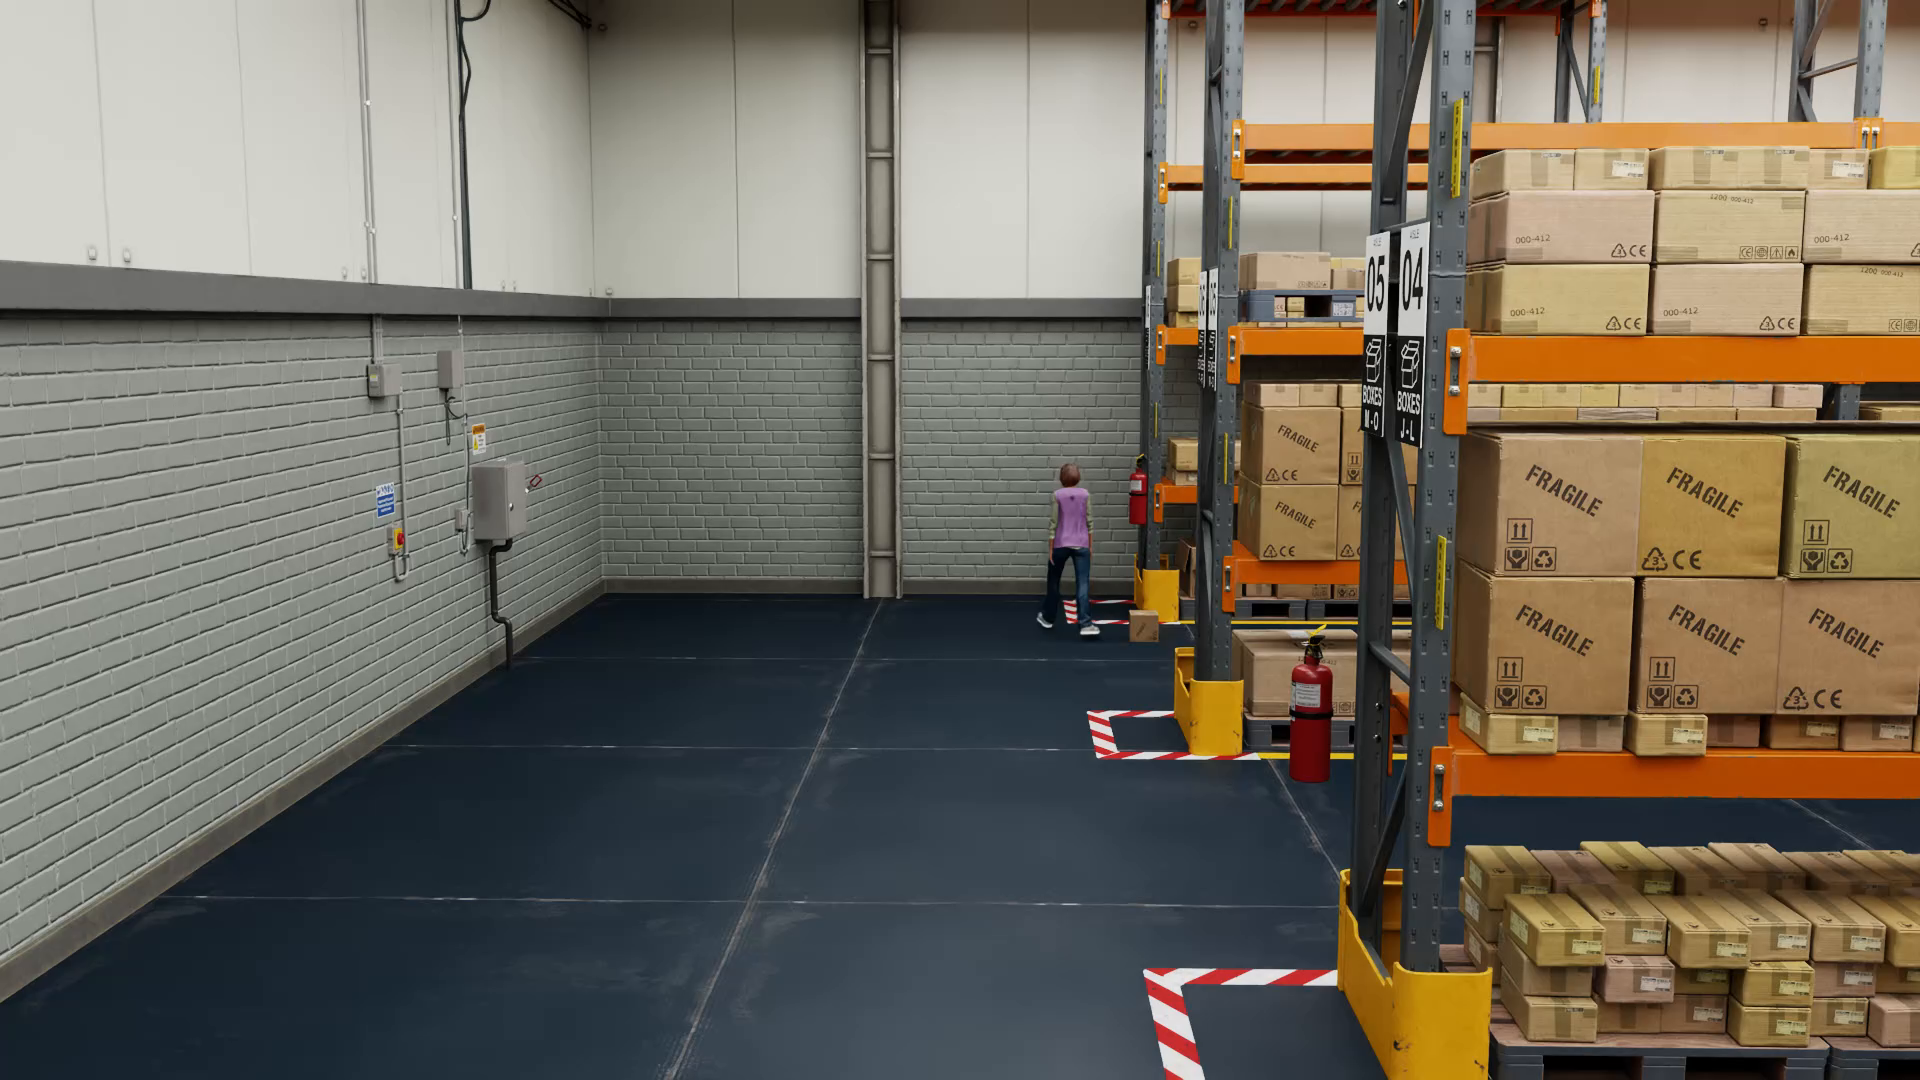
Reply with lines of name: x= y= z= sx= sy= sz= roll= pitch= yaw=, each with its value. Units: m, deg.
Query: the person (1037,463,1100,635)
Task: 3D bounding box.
person: x=1.002 y=0.070 z=15.277 sx=0.520 sy=1.552 sz=0.834 roll=0 pitch=7 yaw=-3
